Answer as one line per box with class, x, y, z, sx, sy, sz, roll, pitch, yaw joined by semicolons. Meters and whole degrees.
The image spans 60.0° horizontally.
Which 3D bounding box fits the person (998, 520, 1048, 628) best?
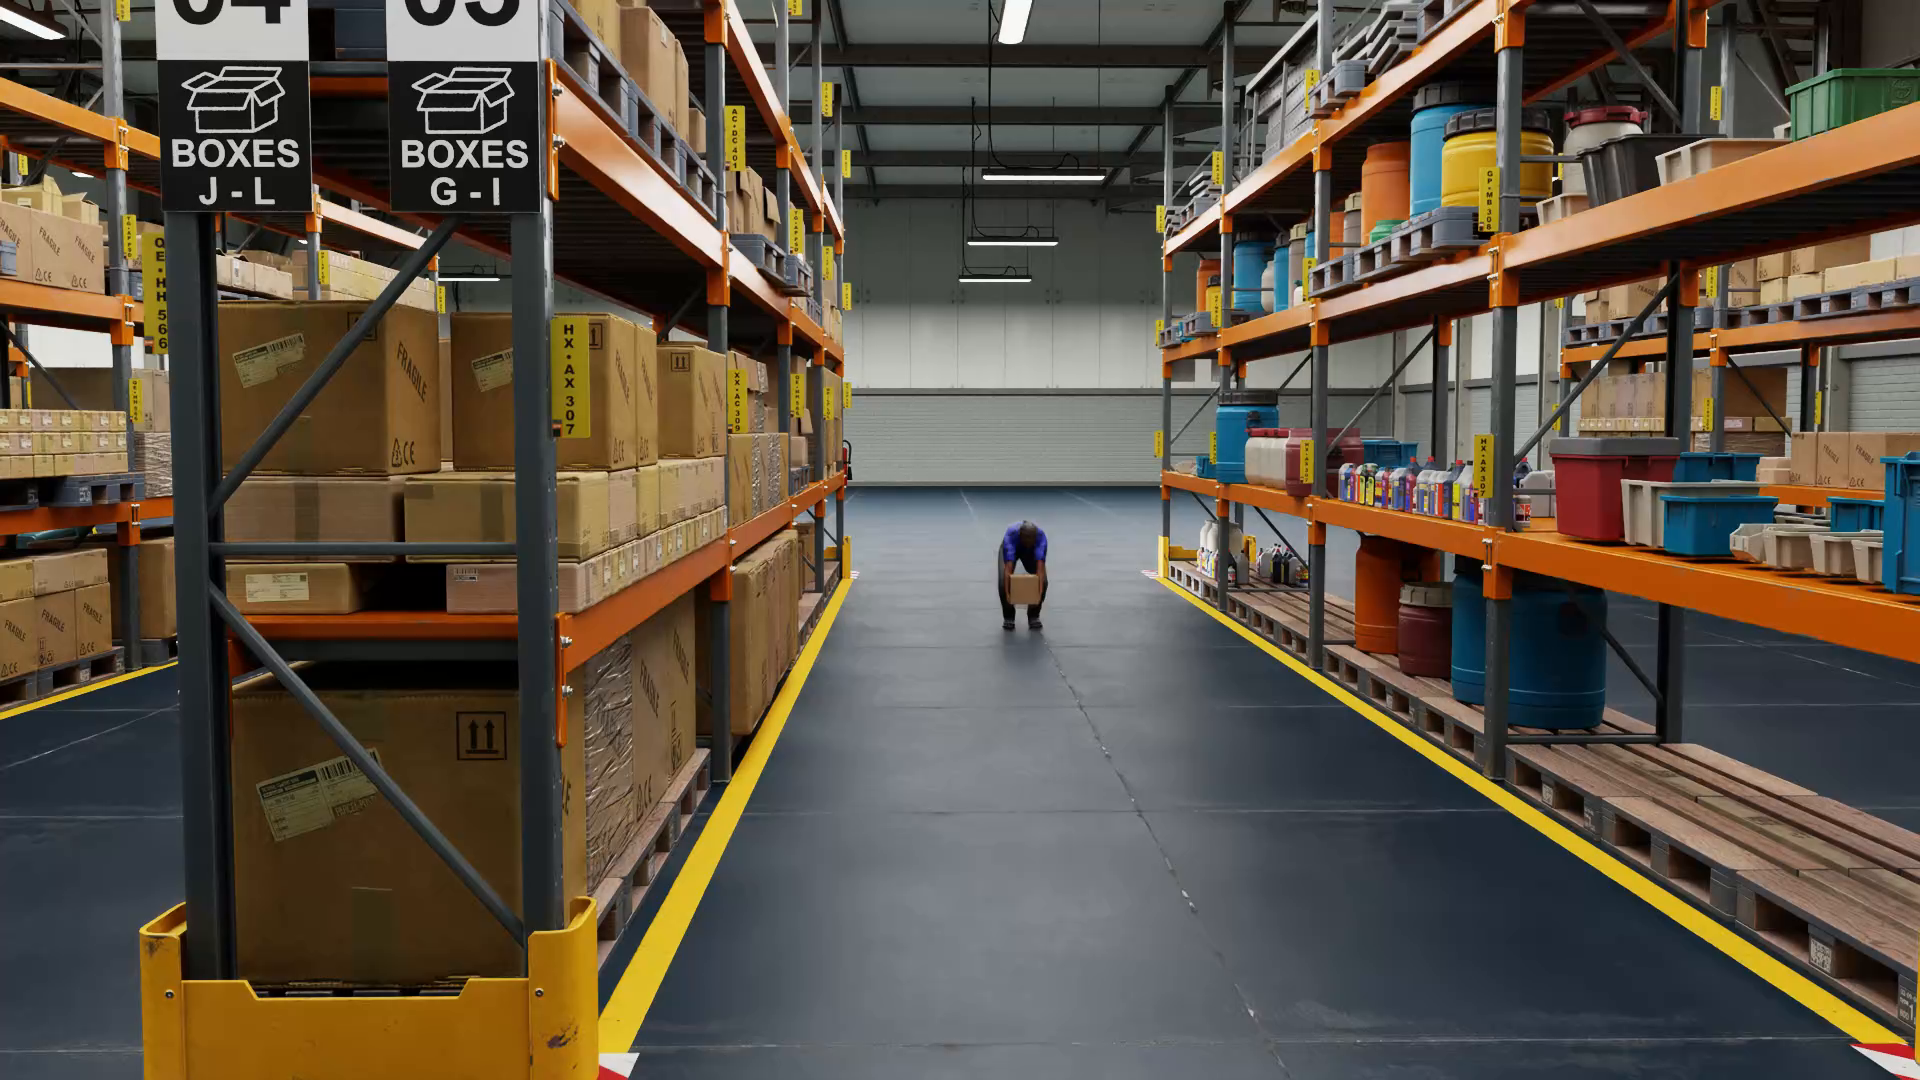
person;0.581;0.311;15.249;0.456;1.012;0.860;0;4;-4
